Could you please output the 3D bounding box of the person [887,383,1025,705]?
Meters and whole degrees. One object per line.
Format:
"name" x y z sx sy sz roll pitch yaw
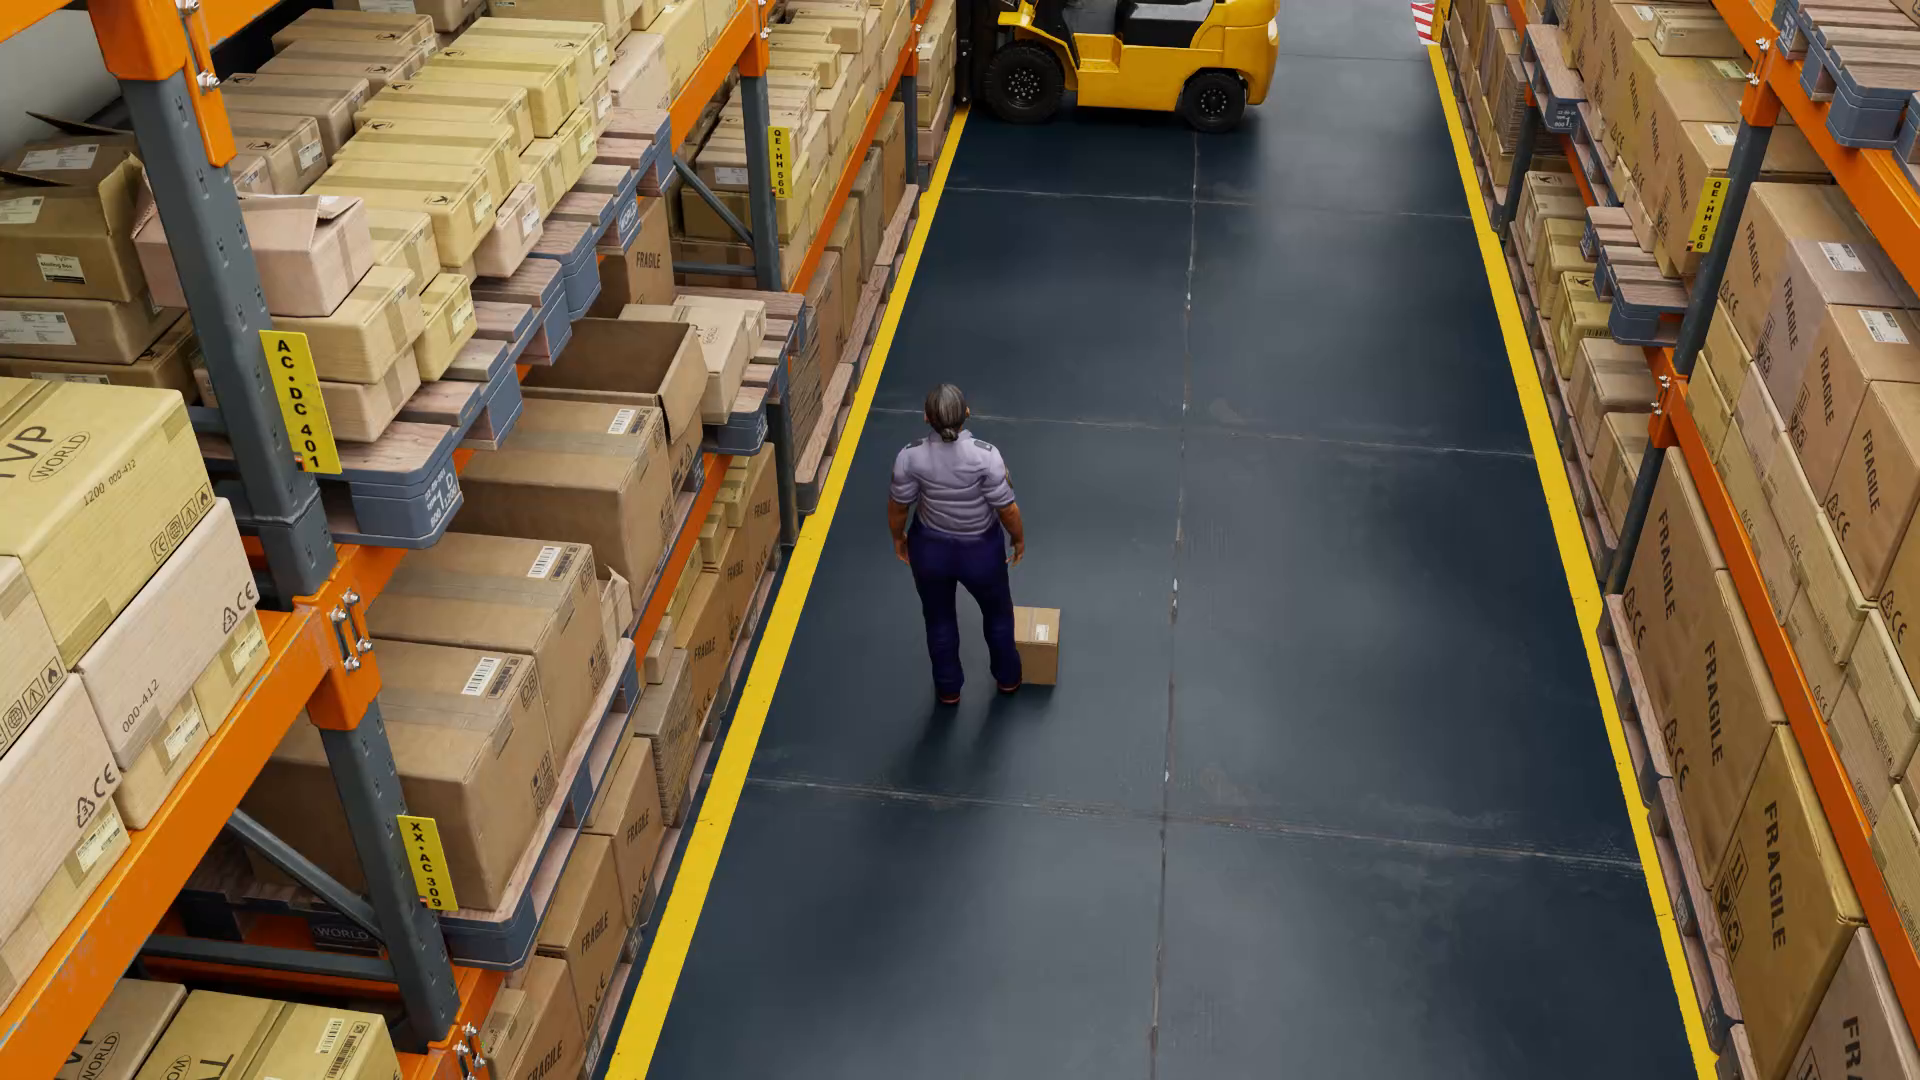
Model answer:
"person" 0.014 -0.007 7.043 0.599 1.651 0.504 4 37 6
